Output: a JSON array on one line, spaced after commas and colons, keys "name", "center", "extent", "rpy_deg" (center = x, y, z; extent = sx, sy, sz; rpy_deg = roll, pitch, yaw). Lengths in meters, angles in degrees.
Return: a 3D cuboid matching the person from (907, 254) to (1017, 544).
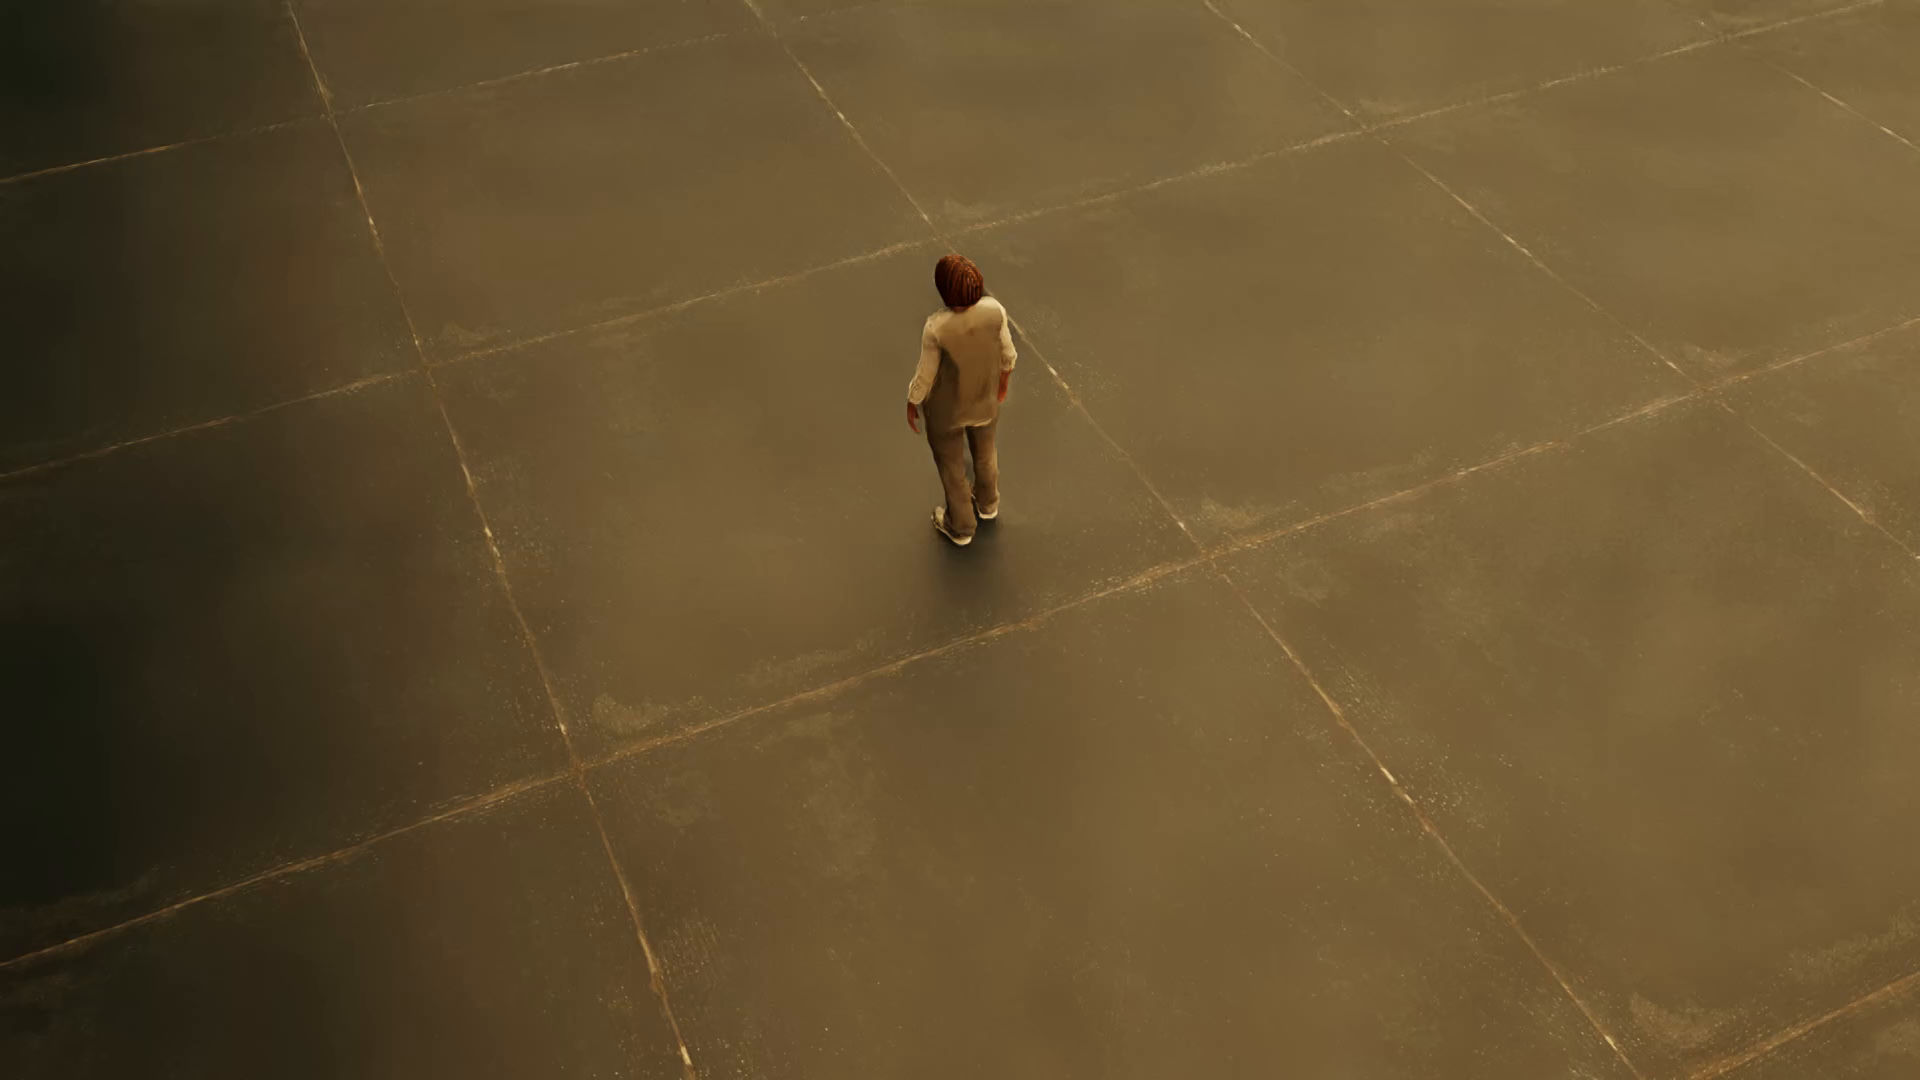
[{"name": "person", "center": [-0.019, -0.639, 7.332], "extent": [0.521, 1.597, 0.474], "rpy_deg": [-18, 46, -18]}]
